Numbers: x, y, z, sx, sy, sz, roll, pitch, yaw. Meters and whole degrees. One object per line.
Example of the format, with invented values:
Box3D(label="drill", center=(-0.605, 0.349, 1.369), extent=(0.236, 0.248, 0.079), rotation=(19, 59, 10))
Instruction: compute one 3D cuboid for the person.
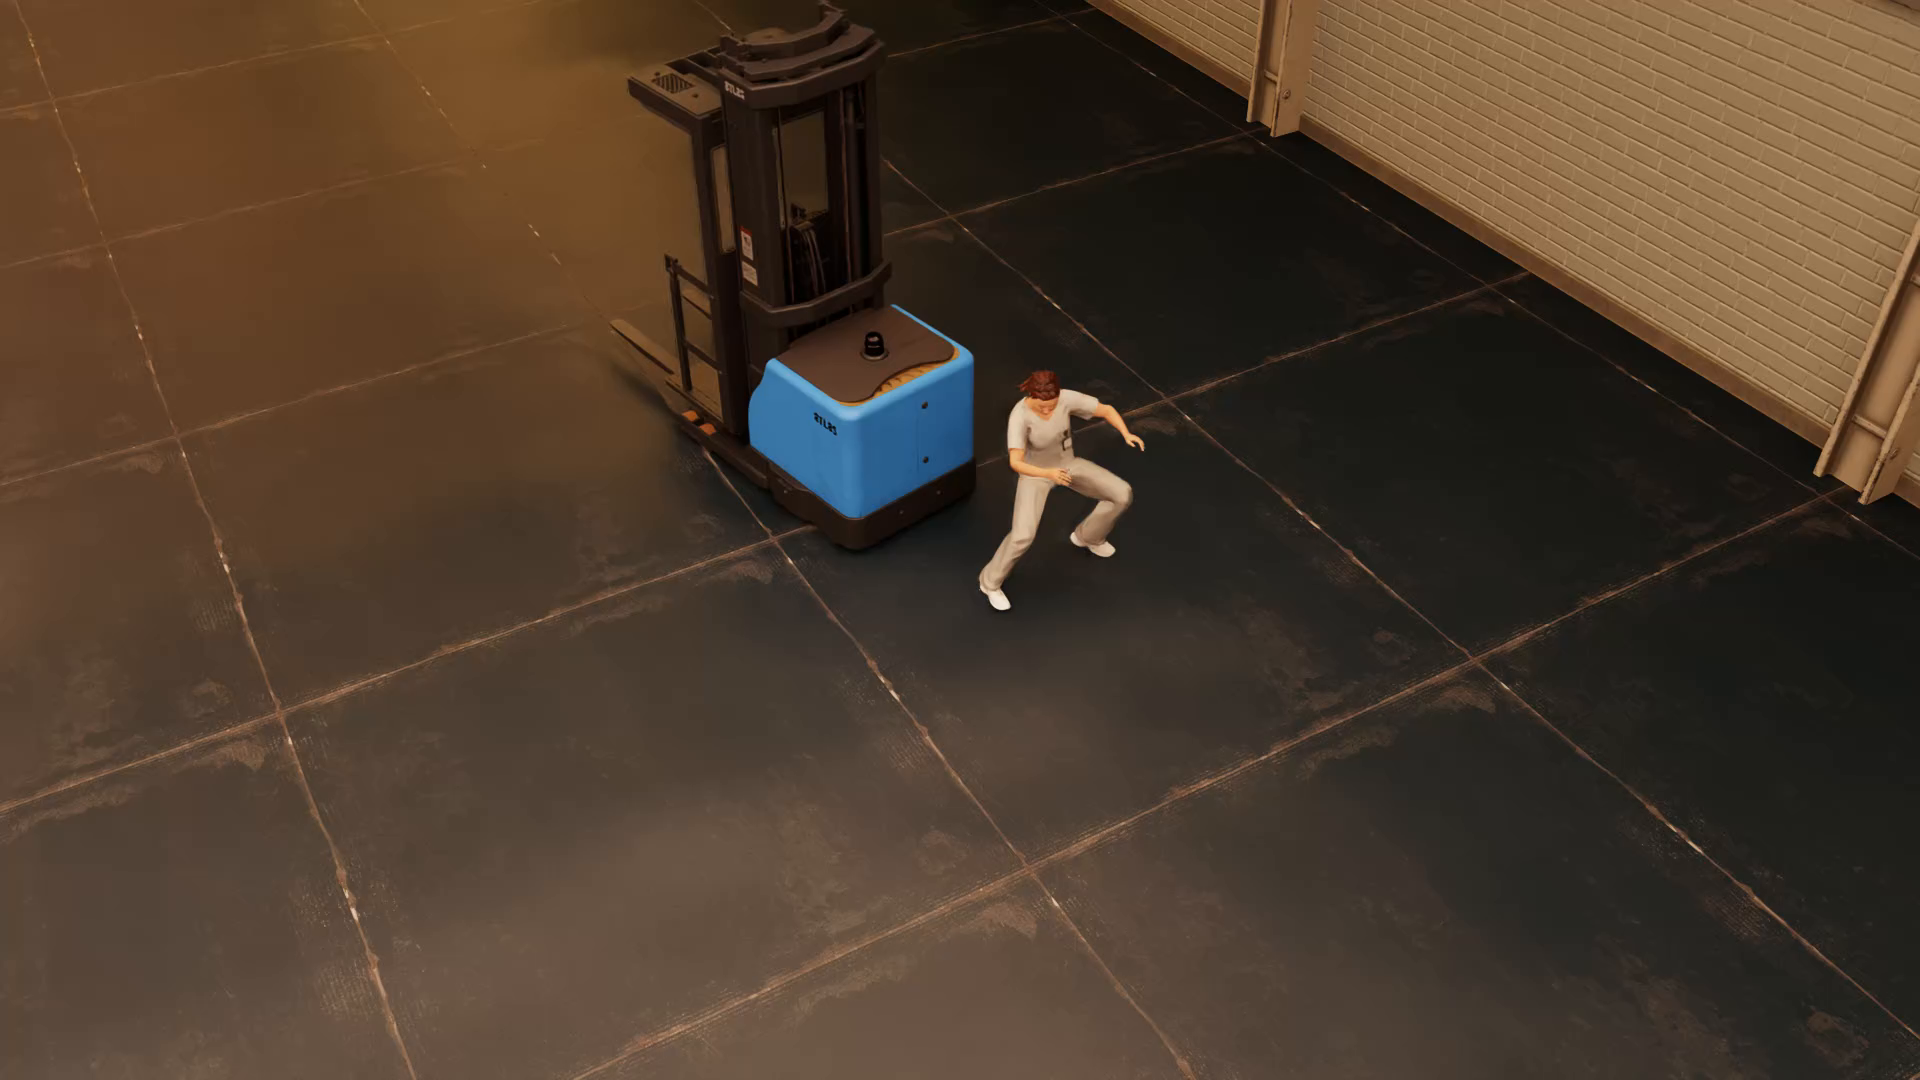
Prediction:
Box3D(label="person", center=(0.557, -0.330, 9.607), extent=(0.929, 1.423, 0.685), rotation=(-13, 41, -15))

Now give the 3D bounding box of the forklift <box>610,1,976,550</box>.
Box3D(label="forklift", center=(-1.249, -1.929, 10.362), extent=(1.130, 2.935, 3.031), rotation=(-29, 48, -31))
